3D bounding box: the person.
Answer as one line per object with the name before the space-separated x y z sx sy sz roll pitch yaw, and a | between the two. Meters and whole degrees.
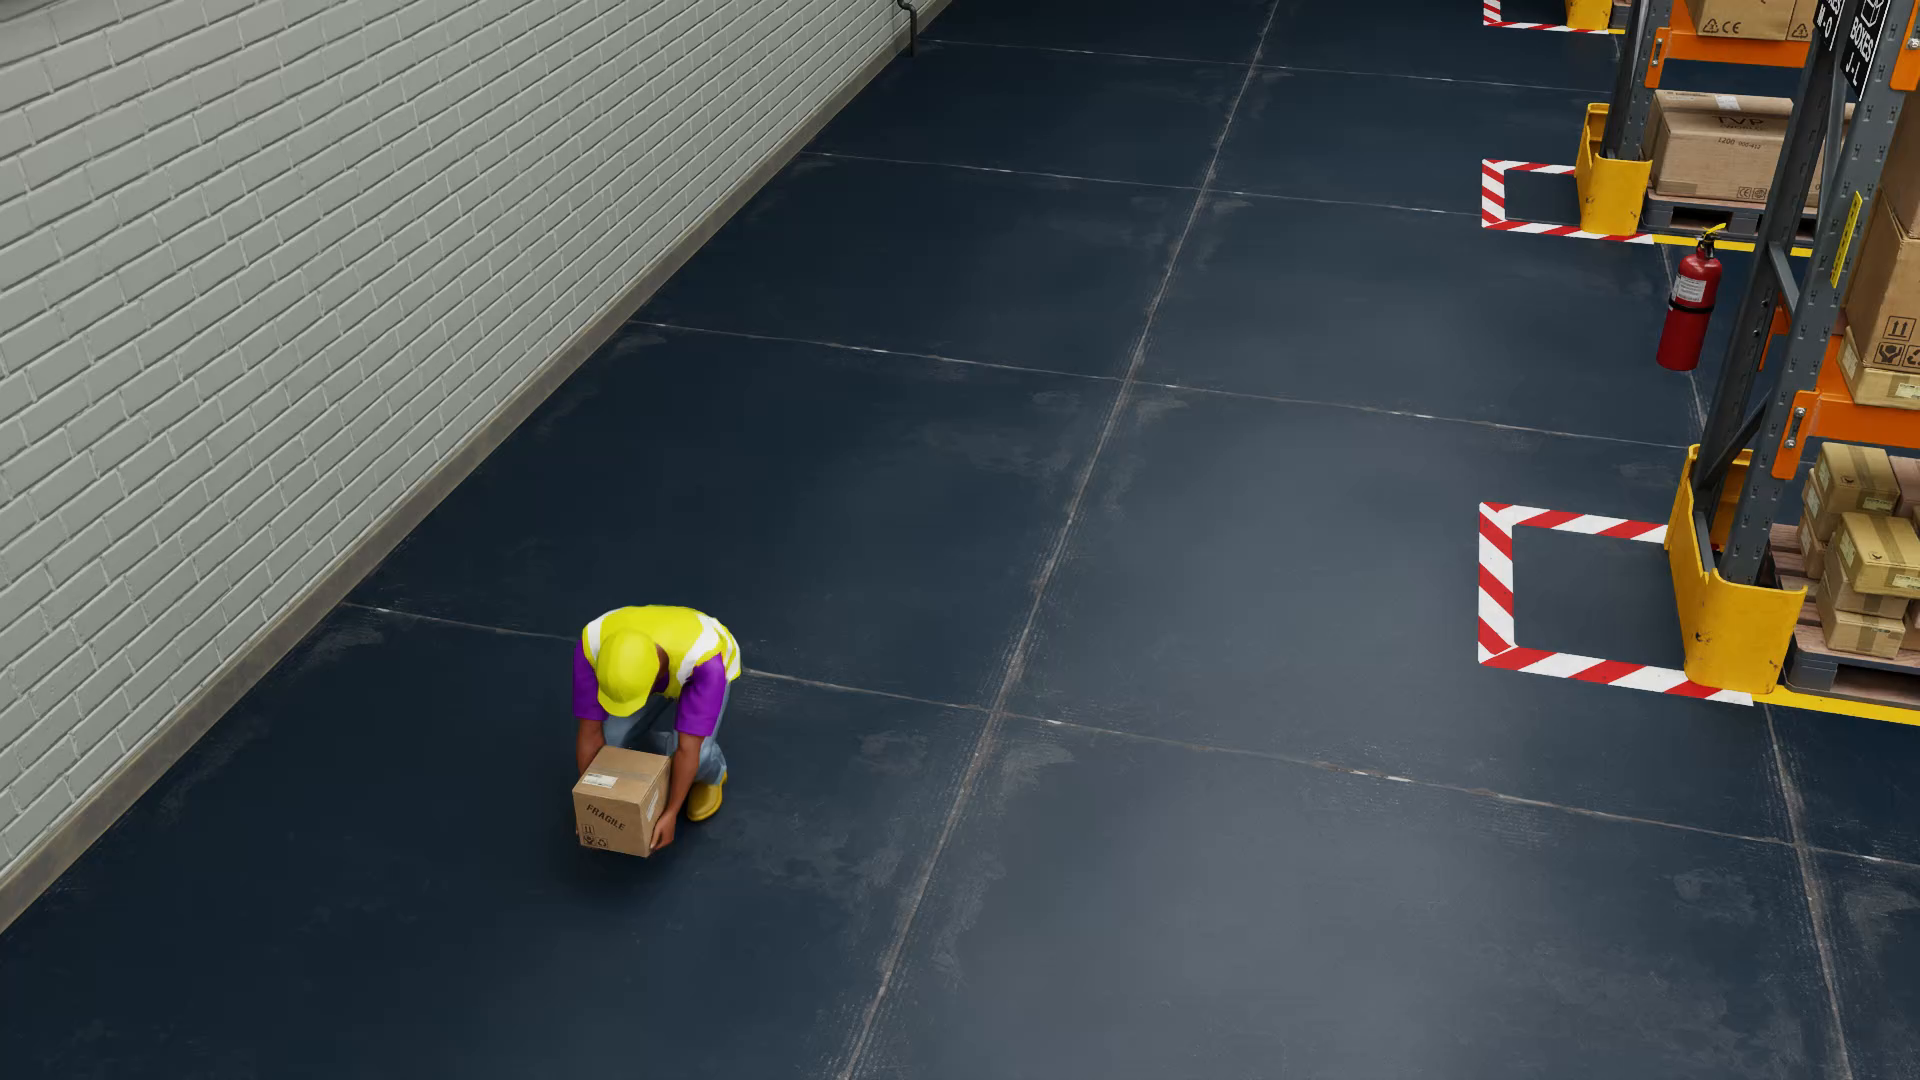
person | -1.054 0.583 5.915 0.546 1.011 0.897 7 33 11
